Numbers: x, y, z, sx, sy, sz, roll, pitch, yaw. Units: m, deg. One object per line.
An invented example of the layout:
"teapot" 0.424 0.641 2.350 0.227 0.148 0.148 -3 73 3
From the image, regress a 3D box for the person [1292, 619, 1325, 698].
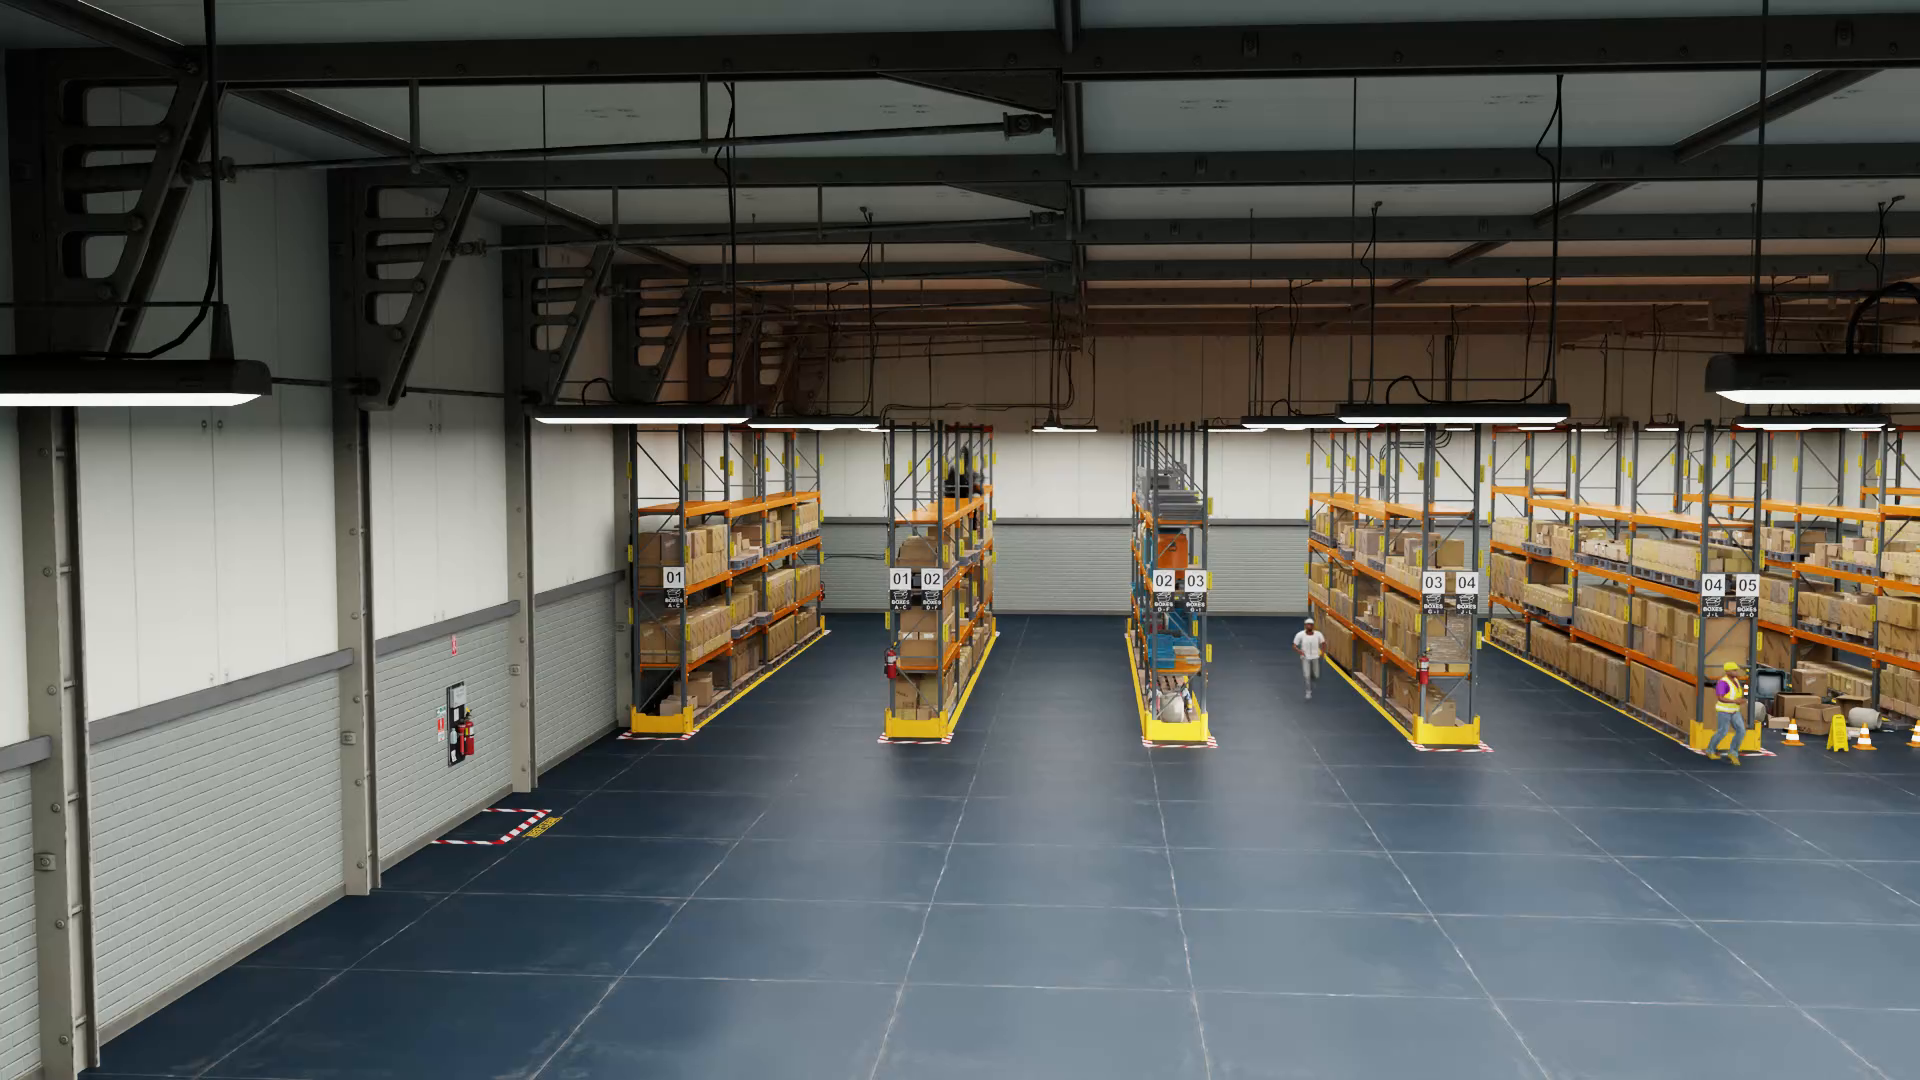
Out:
"person" 13.606 2.992 29.655 12.907 1.726 13.746 0 4 1

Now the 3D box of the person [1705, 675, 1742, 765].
"person" 13.327 3.152 29.000 0.677 1.599 0.585 -2 4 -33
